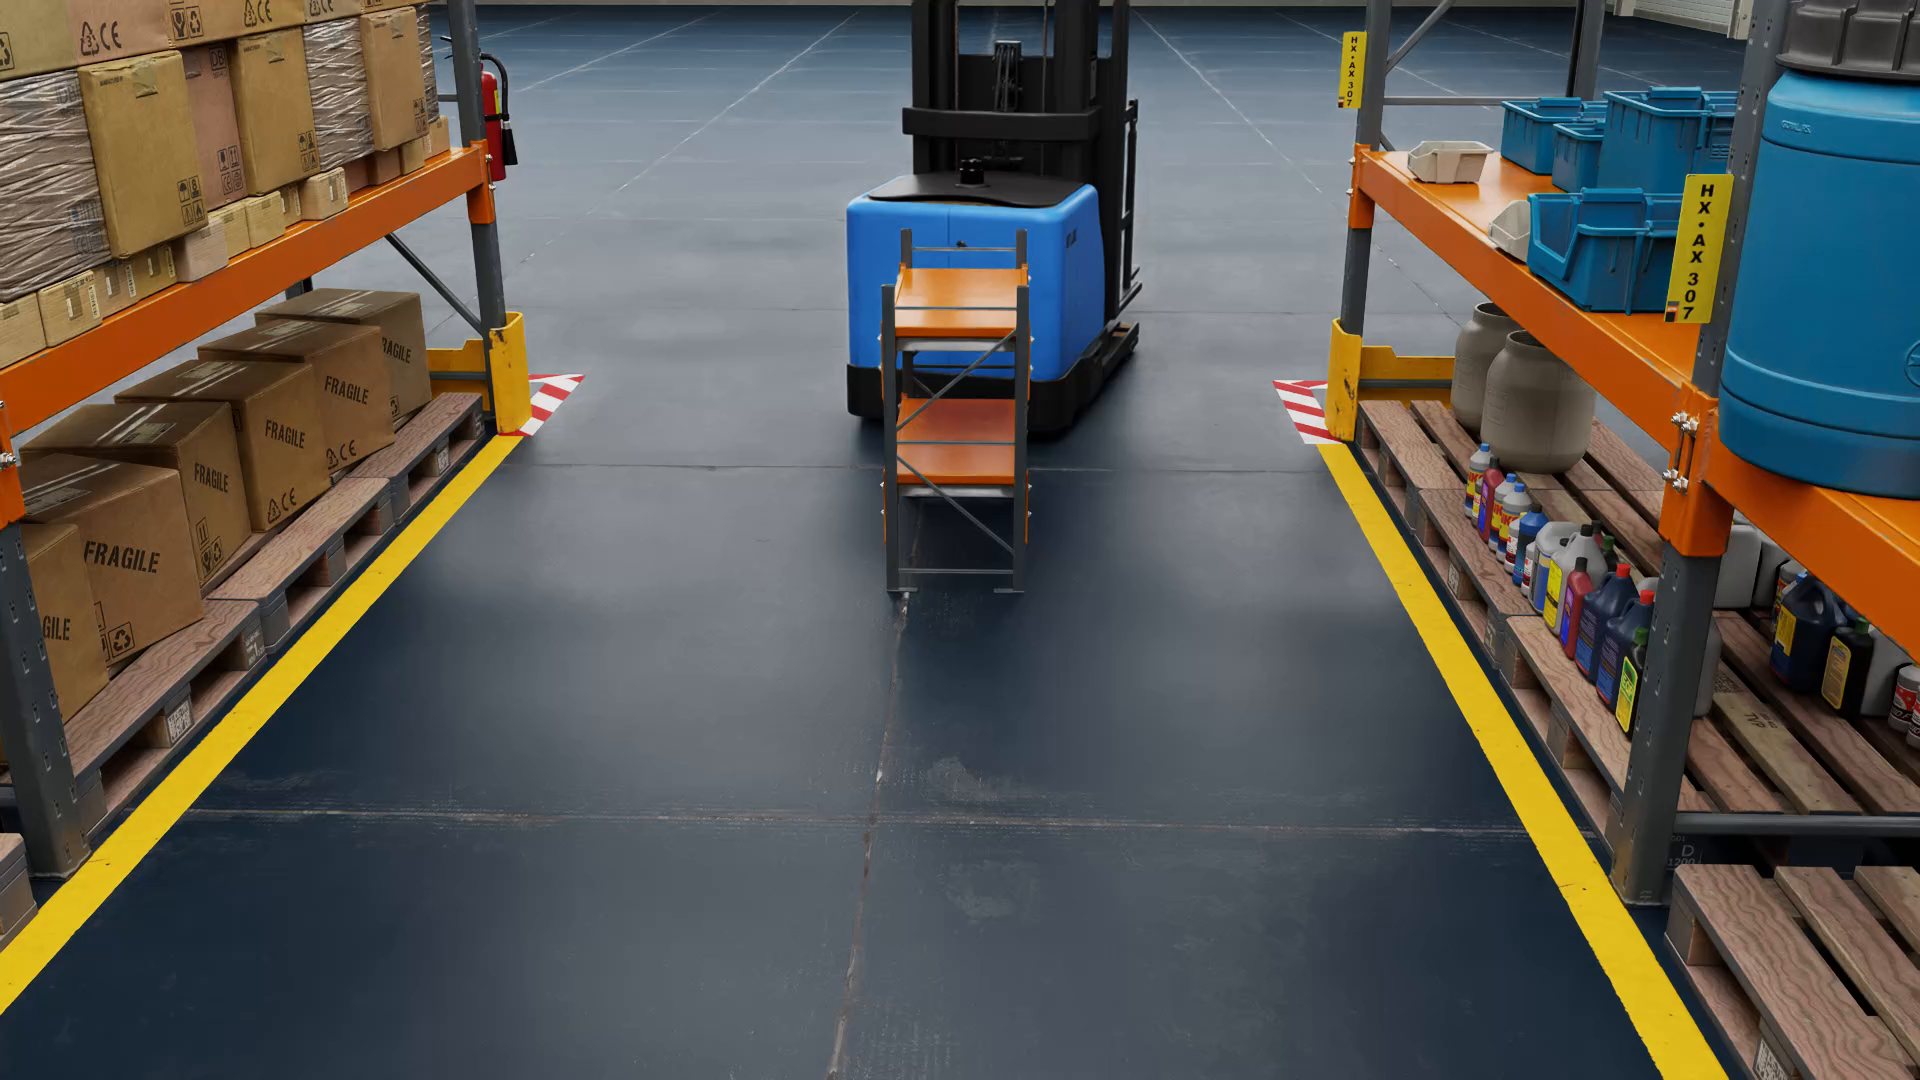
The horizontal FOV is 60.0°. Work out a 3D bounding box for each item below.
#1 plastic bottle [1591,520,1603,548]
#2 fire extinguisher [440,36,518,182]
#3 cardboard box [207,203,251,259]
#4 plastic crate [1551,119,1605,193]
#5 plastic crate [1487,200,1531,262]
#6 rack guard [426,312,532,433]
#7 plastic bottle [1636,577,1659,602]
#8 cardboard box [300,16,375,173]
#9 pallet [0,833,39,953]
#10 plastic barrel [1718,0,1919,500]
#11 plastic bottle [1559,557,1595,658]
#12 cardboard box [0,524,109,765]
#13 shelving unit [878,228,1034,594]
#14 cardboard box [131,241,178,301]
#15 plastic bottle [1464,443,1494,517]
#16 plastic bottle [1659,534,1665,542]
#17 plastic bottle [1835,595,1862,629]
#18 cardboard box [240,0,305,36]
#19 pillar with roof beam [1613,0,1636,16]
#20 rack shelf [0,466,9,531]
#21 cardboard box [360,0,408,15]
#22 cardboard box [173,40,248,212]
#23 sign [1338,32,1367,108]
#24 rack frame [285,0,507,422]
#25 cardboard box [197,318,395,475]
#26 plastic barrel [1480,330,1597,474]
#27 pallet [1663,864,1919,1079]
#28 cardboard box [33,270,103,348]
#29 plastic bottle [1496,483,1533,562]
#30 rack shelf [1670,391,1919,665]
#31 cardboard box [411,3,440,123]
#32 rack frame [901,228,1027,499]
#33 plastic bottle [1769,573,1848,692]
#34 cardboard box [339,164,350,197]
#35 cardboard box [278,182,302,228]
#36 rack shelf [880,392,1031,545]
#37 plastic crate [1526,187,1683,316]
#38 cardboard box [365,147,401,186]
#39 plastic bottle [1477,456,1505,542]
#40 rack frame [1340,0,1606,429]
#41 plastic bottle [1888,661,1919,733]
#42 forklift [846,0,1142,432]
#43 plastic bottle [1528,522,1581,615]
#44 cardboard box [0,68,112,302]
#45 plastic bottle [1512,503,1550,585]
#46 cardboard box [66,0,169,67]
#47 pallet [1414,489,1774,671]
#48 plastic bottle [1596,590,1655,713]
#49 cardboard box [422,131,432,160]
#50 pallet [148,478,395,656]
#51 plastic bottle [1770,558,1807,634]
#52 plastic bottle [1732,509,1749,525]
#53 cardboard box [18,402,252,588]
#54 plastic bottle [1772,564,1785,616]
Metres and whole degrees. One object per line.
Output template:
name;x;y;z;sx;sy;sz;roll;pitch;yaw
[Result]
plastic bottle;2.025;0.087;5.306;0.061;0.283;0.133;1;21;2
fire extinguisher;-2.202;-1.996;7.633;0.296;0.674;0.183;1;21;2
cardboard box;-2.467;-0.959;5.200;0.380;0.149;0.250;1;21;2
plastic crate;2.543;-1.453;6.332;0.499;0.251;0.408;1;21;2
plastic crate;1.959;-0.962;5.225;0.530;0.136;0.437;1;21;2
rack guard;-2.668;-0.803;7.906;1.175;0.500;0.348;1;21;2
plastic bottle;2.049;0.257;4.877;0.152;0.276;0.135;1;21;2
cardboard box;-2.664;-1.620;6.007;0.875;0.500;0.500;1;21;2
pallet;-2.810;1.032;3.577;1.003;0.211;1.213;1;21;2
plastic barrel;1.848;-0.592;3.215;0.600;0.901;0.708;1;21;2
plastic bottle;1.863;0.202;5.009;0.061;0.283;0.133;2;21;5
cardboard box;-2.736;0.276;4.546;0.500;0.500;0.500;0;21;0
shelving unit;0.000;-0.522;6.319;0.538;1.125;1.048;1;21;2
cardboard box;-2.482;-0.778;4.735;0.380;0.149;0.250;1;21;2
plastic bottle;1.918;-0.222;6.118;0.097;0.271;0.097;0;21;0
plastic bottle;2.525;-0.121;5.841;0.061;0.283;0.133;1;21;2
plastic bottle;2.602;0.248;4.797;0.144;0.351;0.185;1;21;3
cardboard box;-2.486;-1.903;5.355;0.500;0.500;0.500;1;21;2
pillar with roof beam;9.640;-15.261;33.419;9.100;9.000;0.400;1;21;2
rack shelf;-2.849;0.509;2.064;1.077;0.370;4.000;1;21;2
cardboard box;-2.445;-2.264;6.287;0.500;0.500;0.500;1;21;2
cardboard box;-2.747;-1.259;5.077;0.875;0.500;0.500;1;21;2
sign;1.735;-2.078;7.354;0.100;0.325;0.005;1;21;2
rack frame;-2.666;-1.995;7.525;1.000;3.000;0.127;1;21;2
cardboard box;-2.686;-0.584;6.762;0.500;0.500;0.500;6;22;16
plastic barrel;2.326;-0.557;6.676;0.421;0.512;0.421;0;21;0
pallet;2.178;1.090;3.429;1.003;0.211;1.213;1;21;2
cardboard box;-2.460;-0.597;4.268;0.380;0.149;0.250;1;21;2
plastic bottle;1.904;-0.062;5.705;0.097;0.271;0.097;0;21;0
rack shelf;2.102;0.564;1.924;1.077;0.370;4.000;1;21;2
cardboard box;-2.710;-1.982;6.941;0.875;0.500;0.500;1;21;2
rack frame;0.015;-0.706;6.793;0.500;1.125;0.032;1;21;2
plastic bottle;2.458;0.246;4.801;0.144;0.351;0.185;1;21;2
cardboard box;-2.490;-1.321;6.134;0.380;0.149;0.250;1;21;2
cardboard box;-2.486;-1.140;5.667;0.380;0.149;0.250;1;21;2
rack shelf;0.000;-0.294;6.408;0.538;0.278;1.000;1;21;2
plastic crate;1.925;-0.829;4.723;0.499;0.251;0.616;1;21;2
cardboard box;-2.456;-1.501;6.599;0.380;0.149;0.250;1;21;2
plastic bottle;1.893;-0.146;5.905;0.061;0.283;0.133;1;21;3
rack frame;2.285;-1.941;7.385;1.000;3.000;0.127;1;21;2
plastic bottle;2.617;0.421;4.558;0.097;0.201;0.097;0;21;0
forklift;0.363;-2.363;8.567;1.130;2.935;3.031;6;22;15
plastic bottle;1.919;0.089;5.310;0.152;0.276;0.135;1;21;3
cardboard box;-2.712;-0.897;4.143;0.875;0.500;0.500;1;21;2
plastic bottle;1.898;0.011;5.516;0.097;0.271;0.097;0;21;0
cardboard box;-2.506;-1.541;4.423;0.500;0.500;0.500;1;21;2
pallet;2.259;0.121;5.926;1.003;0.211;1.213;1;21;2
plastic bottle;1.894;0.299;4.665;0.144;0.351;0.185;0;21;0
cardboard box;-2.477;-1.683;7.066;0.380;0.149;0.250;1;21;2
pallet;-2.768;0.065;6.069;1.003;0.211;1.213;1;21;2
plastic bottle;2.575;0.163;5.126;0.097;0.271;0.097;0;21;0
plastic bottle;2.626;-0.041;5.543;0.144;0.351;0.185;2;21;4
cardboard box;-2.785;-0.156;5.660;0.500;0.500;0.500;-1;21;-3
plastic bottle;2.640;0.147;5.263;0.097;0.201;0.097;0;21;0
